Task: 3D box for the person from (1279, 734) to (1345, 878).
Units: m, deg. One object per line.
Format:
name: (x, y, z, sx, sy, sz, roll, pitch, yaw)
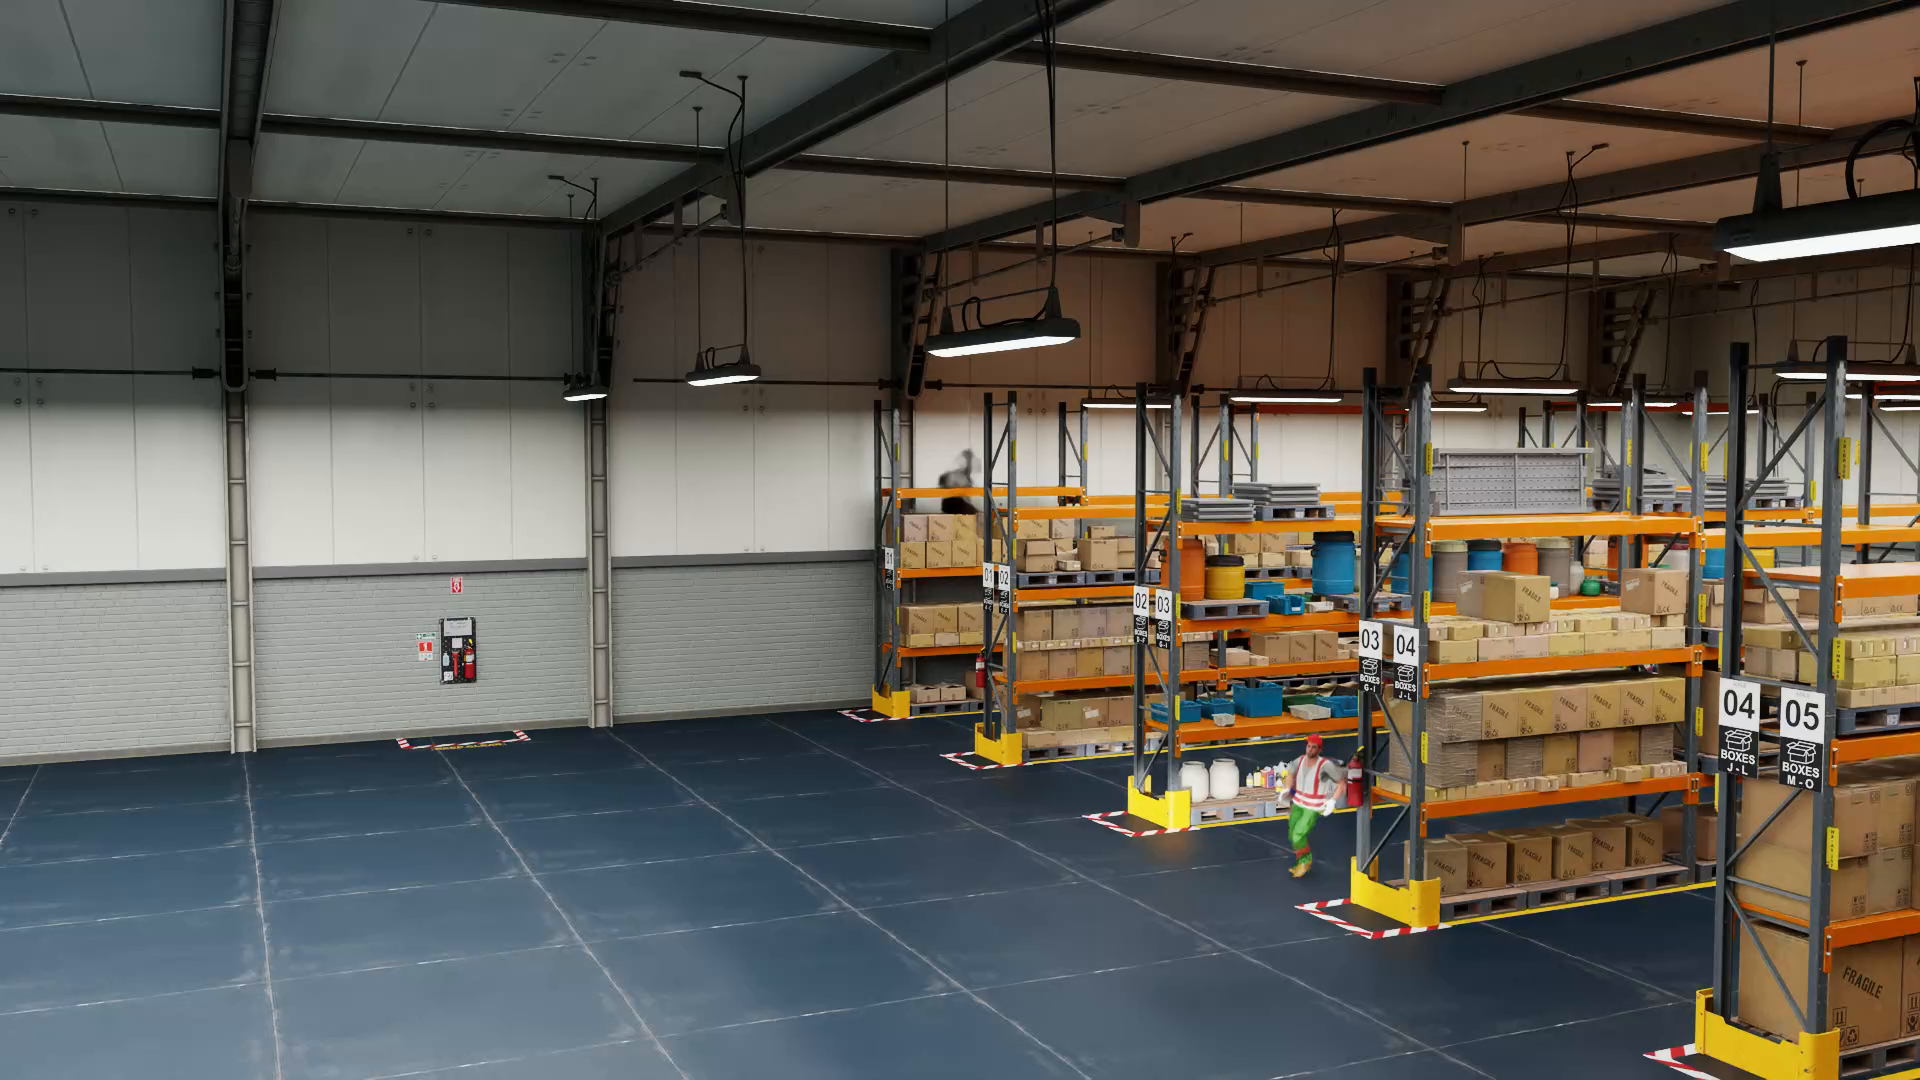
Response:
person: (4.102, 3.145, 19.623, 0.608, 1.727, 0.719, -3, 4, -38)
